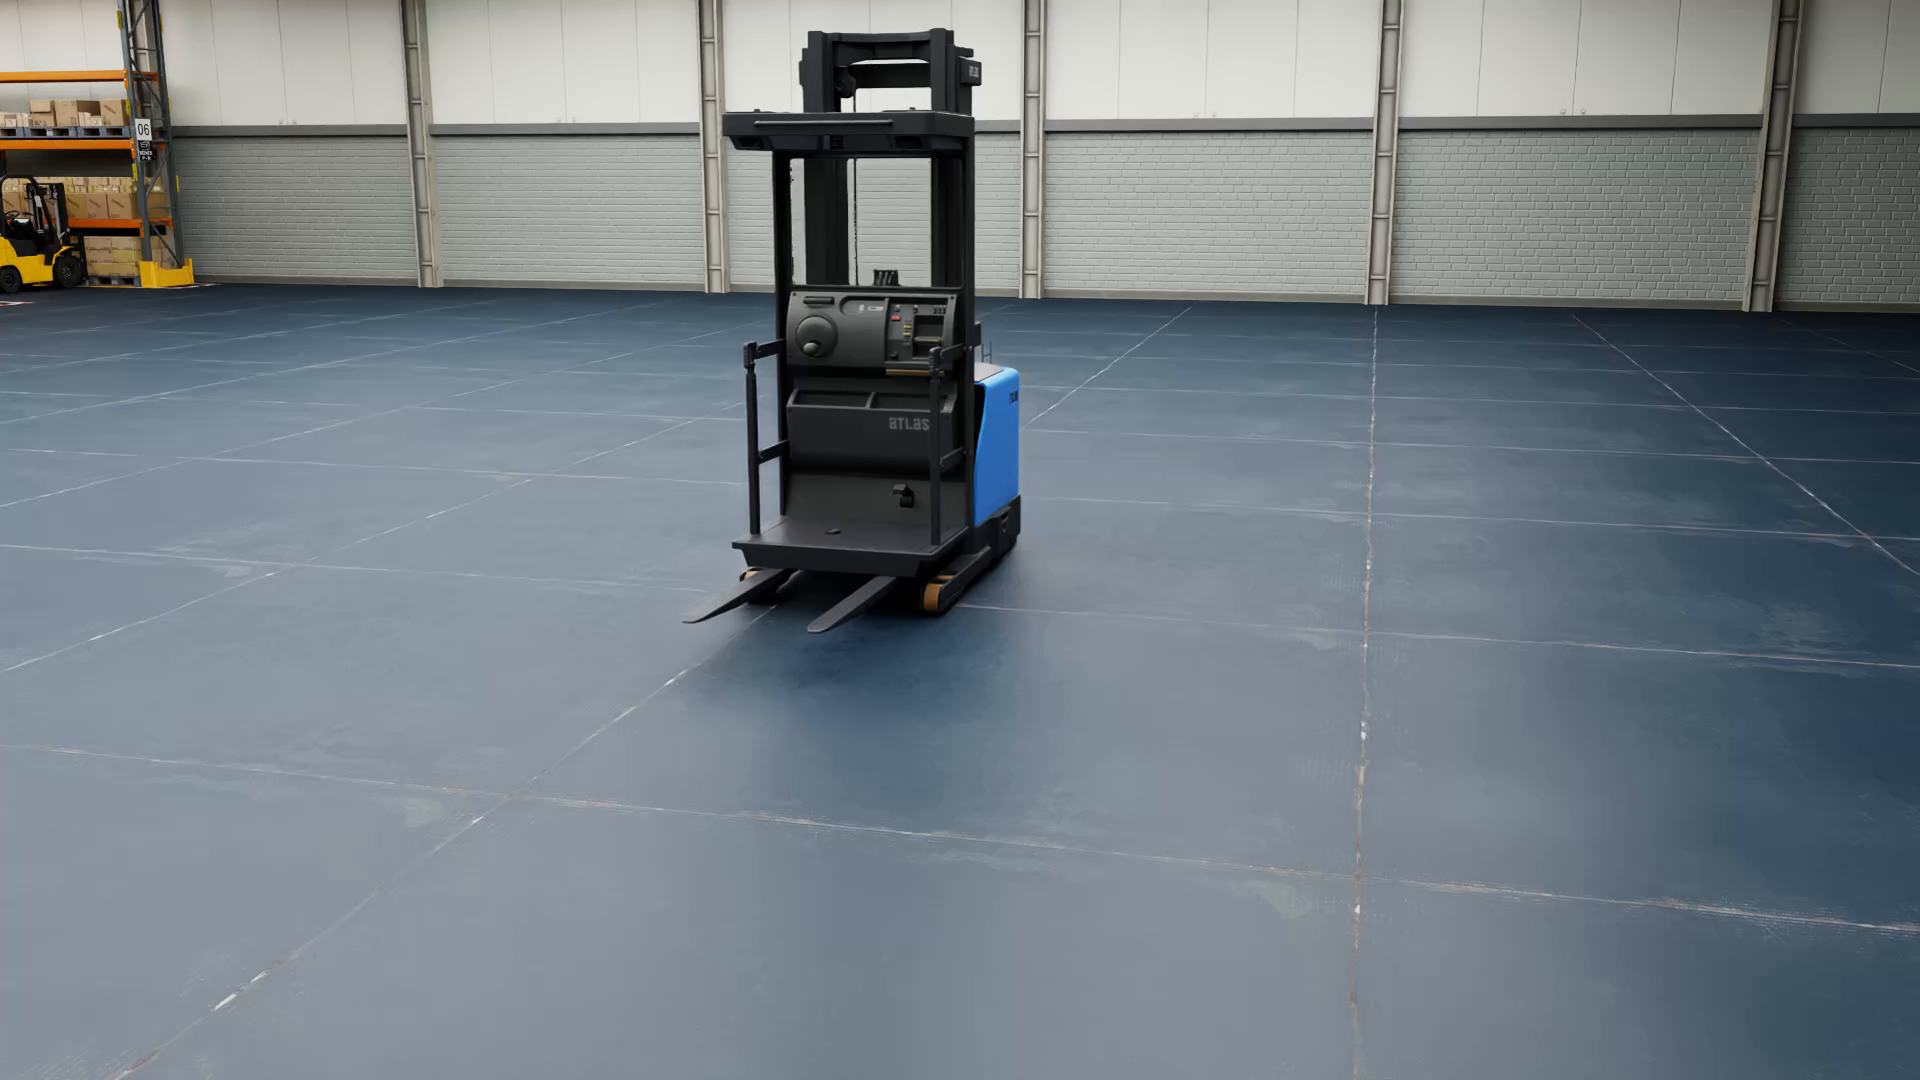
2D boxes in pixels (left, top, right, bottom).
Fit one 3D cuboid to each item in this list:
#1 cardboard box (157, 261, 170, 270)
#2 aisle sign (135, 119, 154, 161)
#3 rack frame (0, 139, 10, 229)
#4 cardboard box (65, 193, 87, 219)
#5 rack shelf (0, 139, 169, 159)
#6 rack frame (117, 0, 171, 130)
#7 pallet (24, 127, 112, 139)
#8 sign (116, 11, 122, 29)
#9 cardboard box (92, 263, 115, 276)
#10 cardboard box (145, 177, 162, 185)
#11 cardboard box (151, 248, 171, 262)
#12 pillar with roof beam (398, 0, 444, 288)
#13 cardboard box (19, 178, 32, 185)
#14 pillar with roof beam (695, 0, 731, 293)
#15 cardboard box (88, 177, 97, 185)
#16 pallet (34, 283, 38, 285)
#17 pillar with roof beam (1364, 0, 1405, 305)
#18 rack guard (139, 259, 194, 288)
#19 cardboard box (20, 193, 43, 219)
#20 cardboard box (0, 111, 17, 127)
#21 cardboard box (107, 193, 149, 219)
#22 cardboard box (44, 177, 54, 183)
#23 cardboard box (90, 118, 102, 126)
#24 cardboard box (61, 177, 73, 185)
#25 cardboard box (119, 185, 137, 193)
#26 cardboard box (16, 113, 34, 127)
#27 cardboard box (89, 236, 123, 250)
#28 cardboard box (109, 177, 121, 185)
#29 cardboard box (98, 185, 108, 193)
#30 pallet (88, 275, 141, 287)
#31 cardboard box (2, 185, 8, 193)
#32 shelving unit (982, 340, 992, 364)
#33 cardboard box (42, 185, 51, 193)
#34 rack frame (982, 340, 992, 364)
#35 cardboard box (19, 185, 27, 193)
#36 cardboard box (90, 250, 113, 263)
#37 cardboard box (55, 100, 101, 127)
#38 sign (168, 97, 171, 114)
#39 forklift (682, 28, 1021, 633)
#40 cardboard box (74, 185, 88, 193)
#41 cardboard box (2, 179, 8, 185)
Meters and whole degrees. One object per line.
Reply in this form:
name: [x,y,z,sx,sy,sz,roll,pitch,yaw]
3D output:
cardboard box: [-16.163,-5.444,33.223,0.500,0.250,0.500,3,13,14]
aisle sign: [-15.739,-7.718,32.095,0.004,0.787,0.394,3,13,14]
rack frame: [-19.616,-6.722,33.606,0.127,3.000,1.000,3,13,14]
cardboard box: [-17.273,-6.589,32.776,0.500,0.500,0.500,3,13,12]
rack shelf: [-17.674,-7.731,32.891,4.000,0.370,1.077,3,13,14]
rack frame: [-15.733,-9.443,32.021,0.127,3.000,1.000,3,13,14]
pallet: [-17.601,-8.041,32.828,1.213,0.211,1.003,3,13,14]
sign: [-15.877,-9.824,31.400,0.005,0.325,0.100,3,13,14]
cardboard box: [-16.745,-5.363,32.859,0.500,0.250,0.500,3,13,14]
cardboard box: [-16.008,-7.087,32.838,0.250,0.149,0.380,3,13,12]
cardboard box: [-16.139,-5.689,33.176,0.500,0.250,0.500,3,13,15]
pillar with roof beam: [-11.399,-8.452,27.554,0.400,9.000,9.100,3,13,14]
cardboard box: [-18.369,-7.105,32.918,0.250,0.149,0.380,3,13,13]
pillar with roof beam: [-5.574,-8.141,26.151,0.400,9.000,9.100,3,13,14]
cardboard box: [-16.862,-7.042,32.634,0.250,0.149,0.380,3,13,14]
pallet: [-18.854,-5.311,33.682,1.213,0.211,1.003,3,13,14]
pillar with roof beam: [6.077,-7.518,23.344,0.400,9.000,9.100,3,13,14]
rack guard: [-15.709,-5.293,32.936,0.348,0.500,1.175,3,13,14]
cardboard box: [-18.246,-6.643,33.021,0.500,0.500,0.500,3,13,13]
cardboard box: [-18.867,-8.302,32.809,0.500,0.311,0.500,3,13,15]
cardboard box: [-16.273,-6.534,32.526,0.500,0.500,0.500,3,13,12]
cardboard box: [-17.862,-7.094,32.869,0.250,0.149,0.380,3,13,14]
cardboard box: [-16.610,-8.089,32.222,0.250,0.149,0.380,3,13,12]
cardboard box: [-17.394,-7.045,32.645,0.250,0.149,0.380,3,13,15]
cardboard box: [-16.136,-6.839,32.405,0.250,0.149,0.380,3,13,14]
cardboard box: [-18.248,-8.234,32.604,0.258,0.266,0.396,3,13,12]
cardboard box: [-16.752,-5.849,32.740,0.500,0.250,0.500,3,13,15]
cardboard box: [-16.378,-7.006,32.469,0.250,0.149,0.380,3,13,14]
cardboard box: [-16.629,-6.872,32.555,0.250,0.149,0.380,3,13,15]
pallet: [-16.485,-5.184,33.112,1.213,0.211,1.003,3,13,14]
cardboard box: [-18.858,-6.995,33.108,0.250,0.149,0.380,3,13,13]
shelving unit: [0.075,-0.631,10.309,0.189,1.200,0.258,3,13,14]
cardboard box: [-17.873,-6.931,32.821,0.250,0.149,0.380,3,13,12]
rack frame: [0.164,-0.626,10.287,0.006,1.200,0.240,3,13,14]
cardboard box: [-18.382,-6.952,32.917,0.250,0.149,0.380,3,13,13]
cardboard box: [-16.765,-5.609,32.814,0.500,0.250,0.500,3,13,13]
cardboard box: [-17.191,-8.327,32.485,0.500,0.500,0.700,3,13,14]
sign: [-15.594,-8.561,32.767,0.005,0.325,0.100,3,13,14]
forklift: [-0.528,-1.140,8.606,1.130,2.935,3.031,4,13,16]
cardboard box: [-17.137,-6.891,32.642,0.250,0.149,0.380,3,13,12]
cardboard box: [-18.853,-7.148,33.110,0.250,0.149,0.380,3,13,12]
